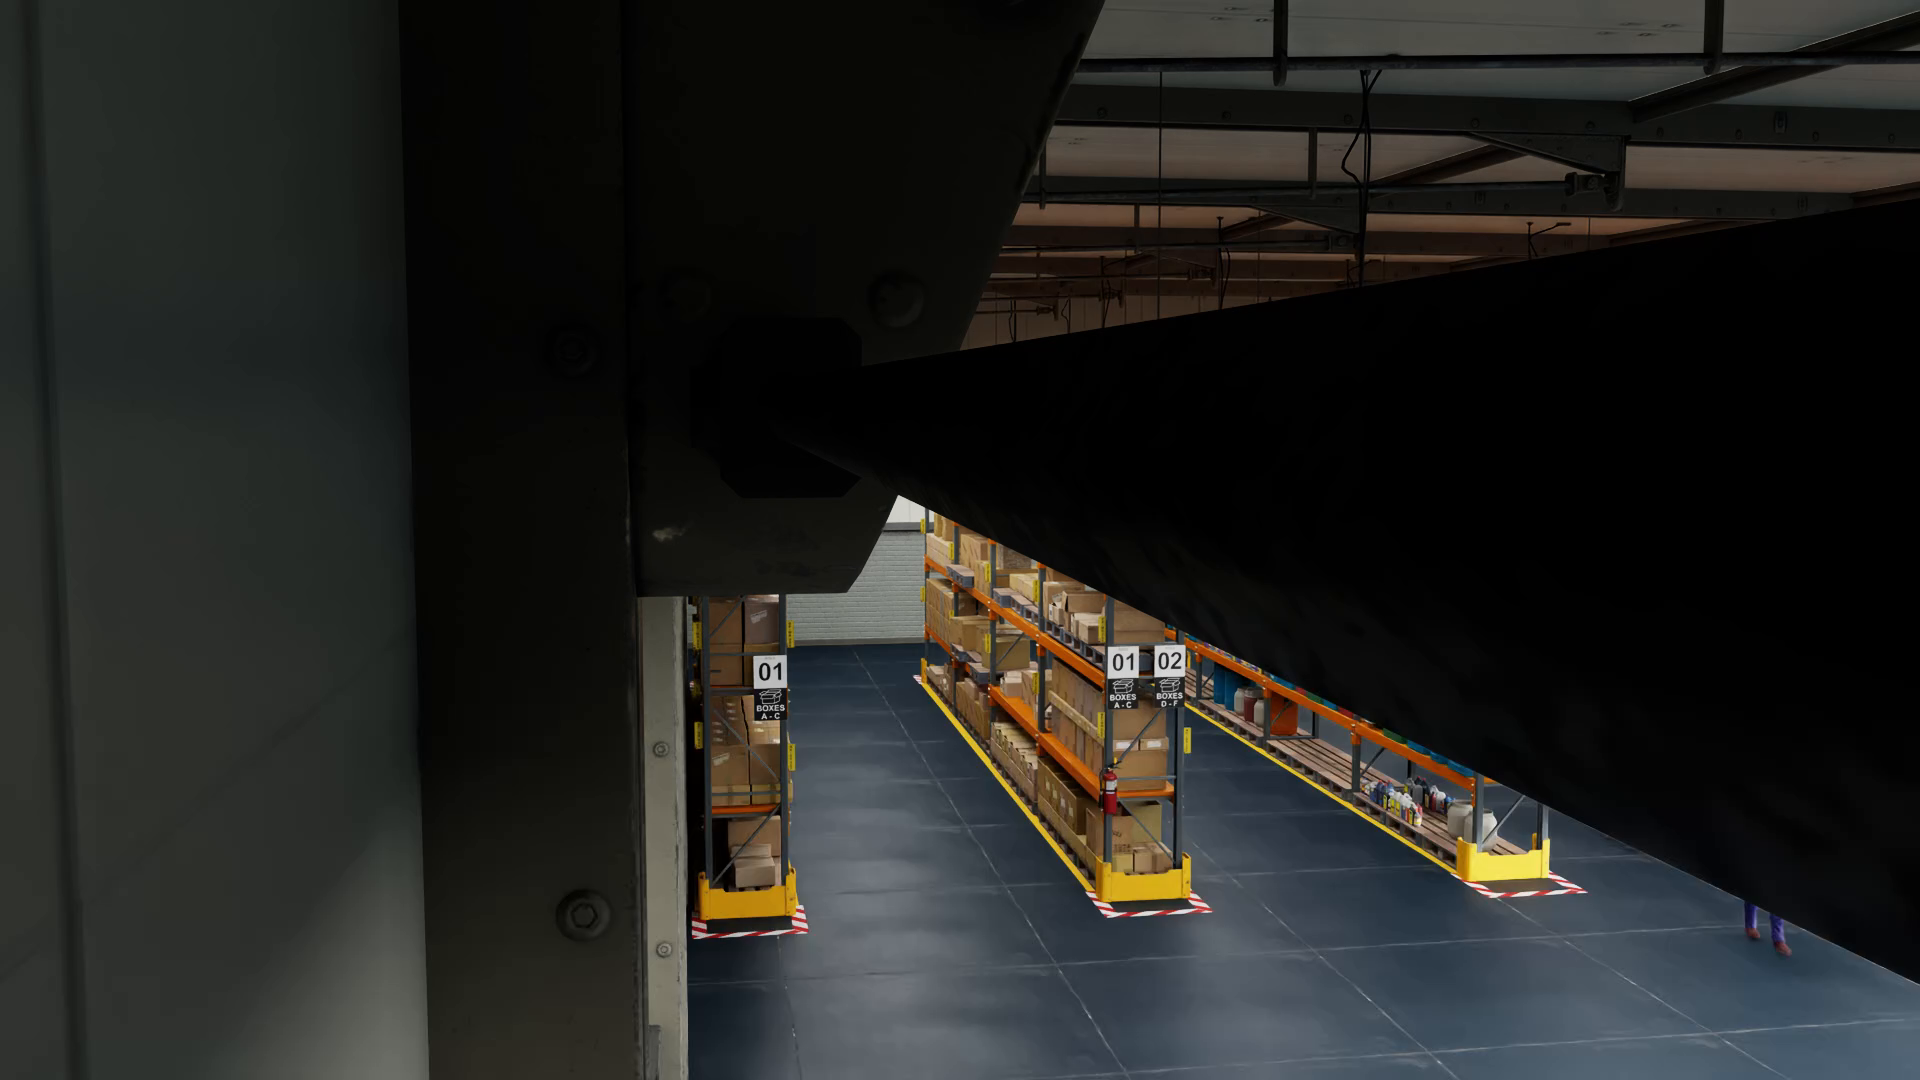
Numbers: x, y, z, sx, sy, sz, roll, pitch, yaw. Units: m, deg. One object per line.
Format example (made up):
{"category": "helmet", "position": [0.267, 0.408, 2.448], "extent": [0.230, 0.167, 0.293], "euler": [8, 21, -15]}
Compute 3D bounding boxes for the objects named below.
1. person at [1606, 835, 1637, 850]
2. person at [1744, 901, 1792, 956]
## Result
{"category": "person", "position": [9.261, 3.478, 23.302], "extent": [0.495, 1.621, 0.824], "euler": [2, 5, 24]}
{"category": "person", "position": [9.206, 3.830, 19.031], "extent": [0.531, 1.610, 0.885], "euler": [2, 5, 19]}
